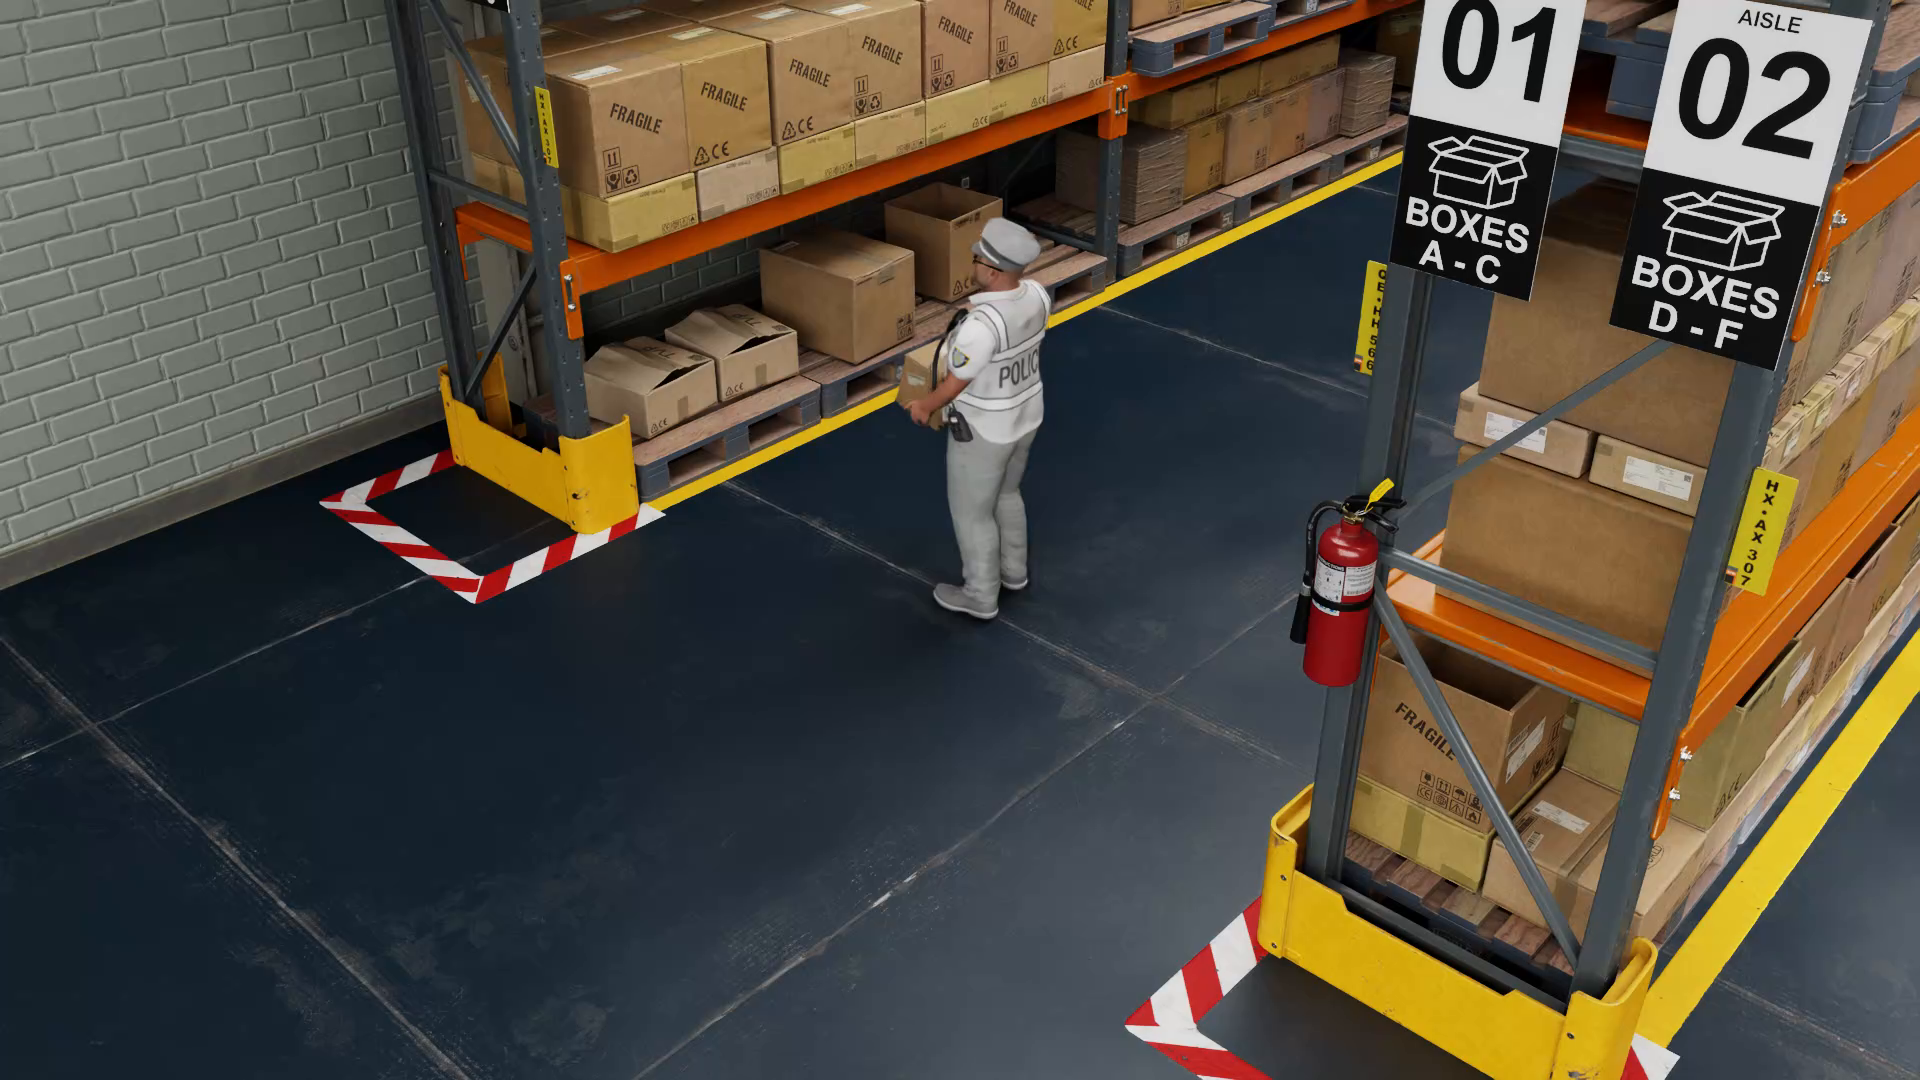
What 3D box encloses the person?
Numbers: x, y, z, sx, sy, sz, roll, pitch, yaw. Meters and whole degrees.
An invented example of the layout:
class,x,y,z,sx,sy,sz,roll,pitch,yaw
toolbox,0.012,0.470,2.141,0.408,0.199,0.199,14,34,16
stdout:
class,x,y,z,sx,sy,sz,roll,pitch,yaw
person,0.067,-0.514,6.945,0.552,1.782,0.534,19,36,28
